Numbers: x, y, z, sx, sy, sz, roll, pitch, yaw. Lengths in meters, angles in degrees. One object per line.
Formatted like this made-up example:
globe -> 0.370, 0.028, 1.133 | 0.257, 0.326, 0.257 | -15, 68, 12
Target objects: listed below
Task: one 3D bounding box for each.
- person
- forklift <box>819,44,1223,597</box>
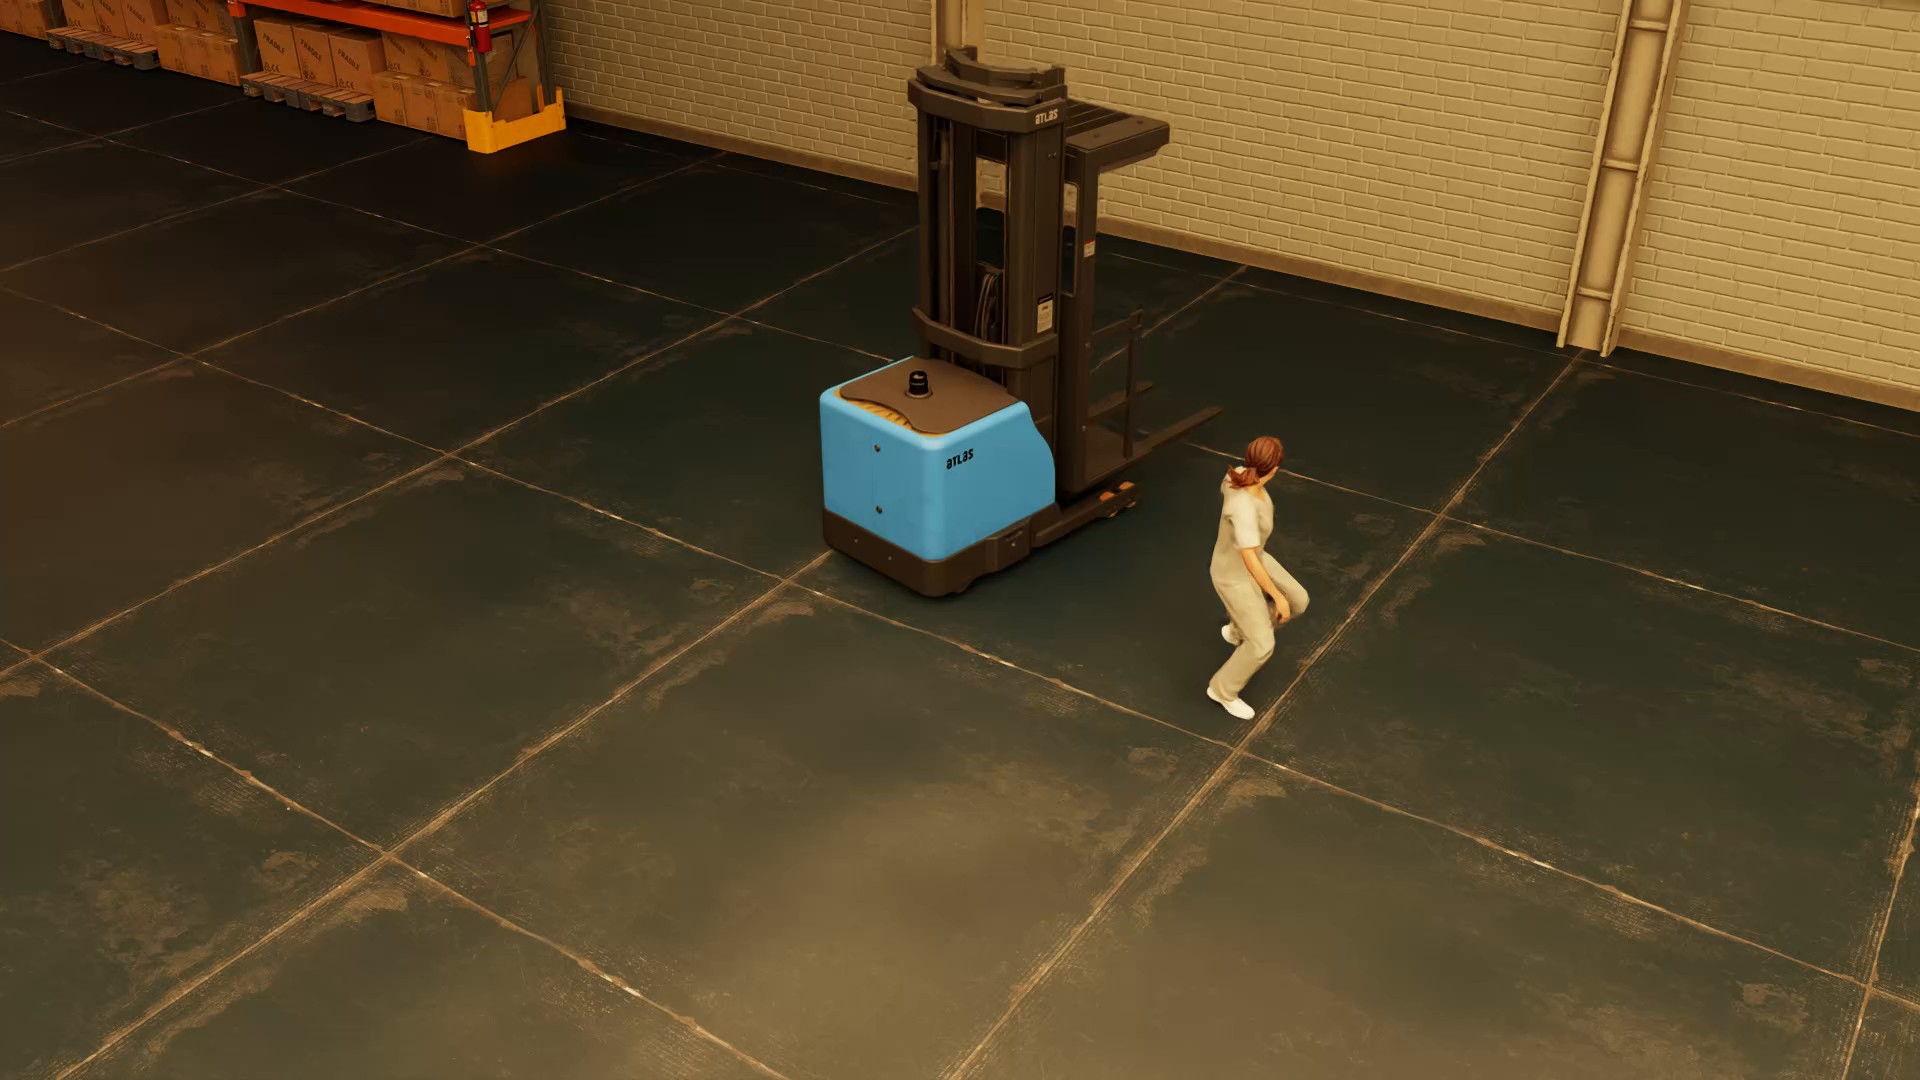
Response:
person -> 1.542, 0.148, 8.695 | 0.534, 1.576, 0.714 | 13, 33, 21
forklift -> 0.542, -1.574, 10.291 | 1.130, 2.935, 3.031 | 26, 39, 37
